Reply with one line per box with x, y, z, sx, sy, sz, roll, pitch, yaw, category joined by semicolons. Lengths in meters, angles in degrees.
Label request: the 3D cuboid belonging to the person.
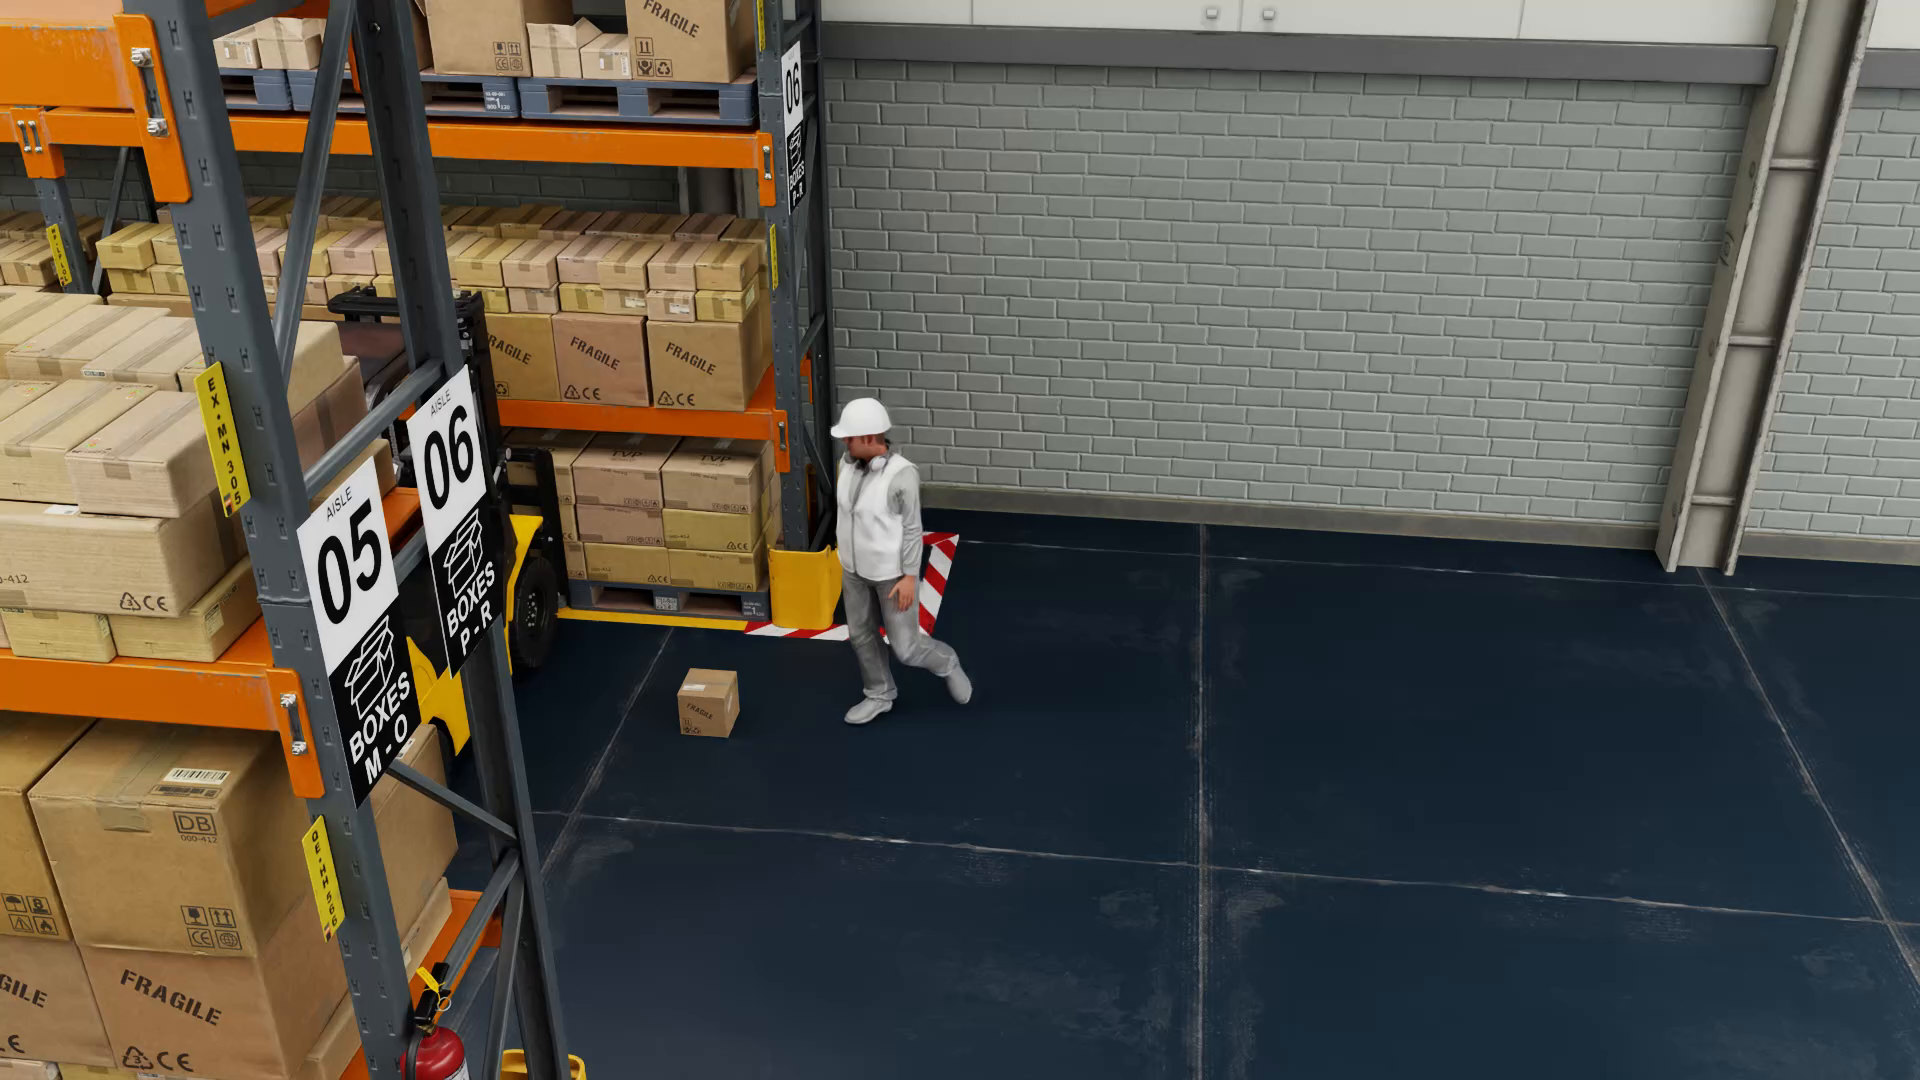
-0.405;0.114;8.362;0.506;1.768;0.639;-24;36;-37;person
